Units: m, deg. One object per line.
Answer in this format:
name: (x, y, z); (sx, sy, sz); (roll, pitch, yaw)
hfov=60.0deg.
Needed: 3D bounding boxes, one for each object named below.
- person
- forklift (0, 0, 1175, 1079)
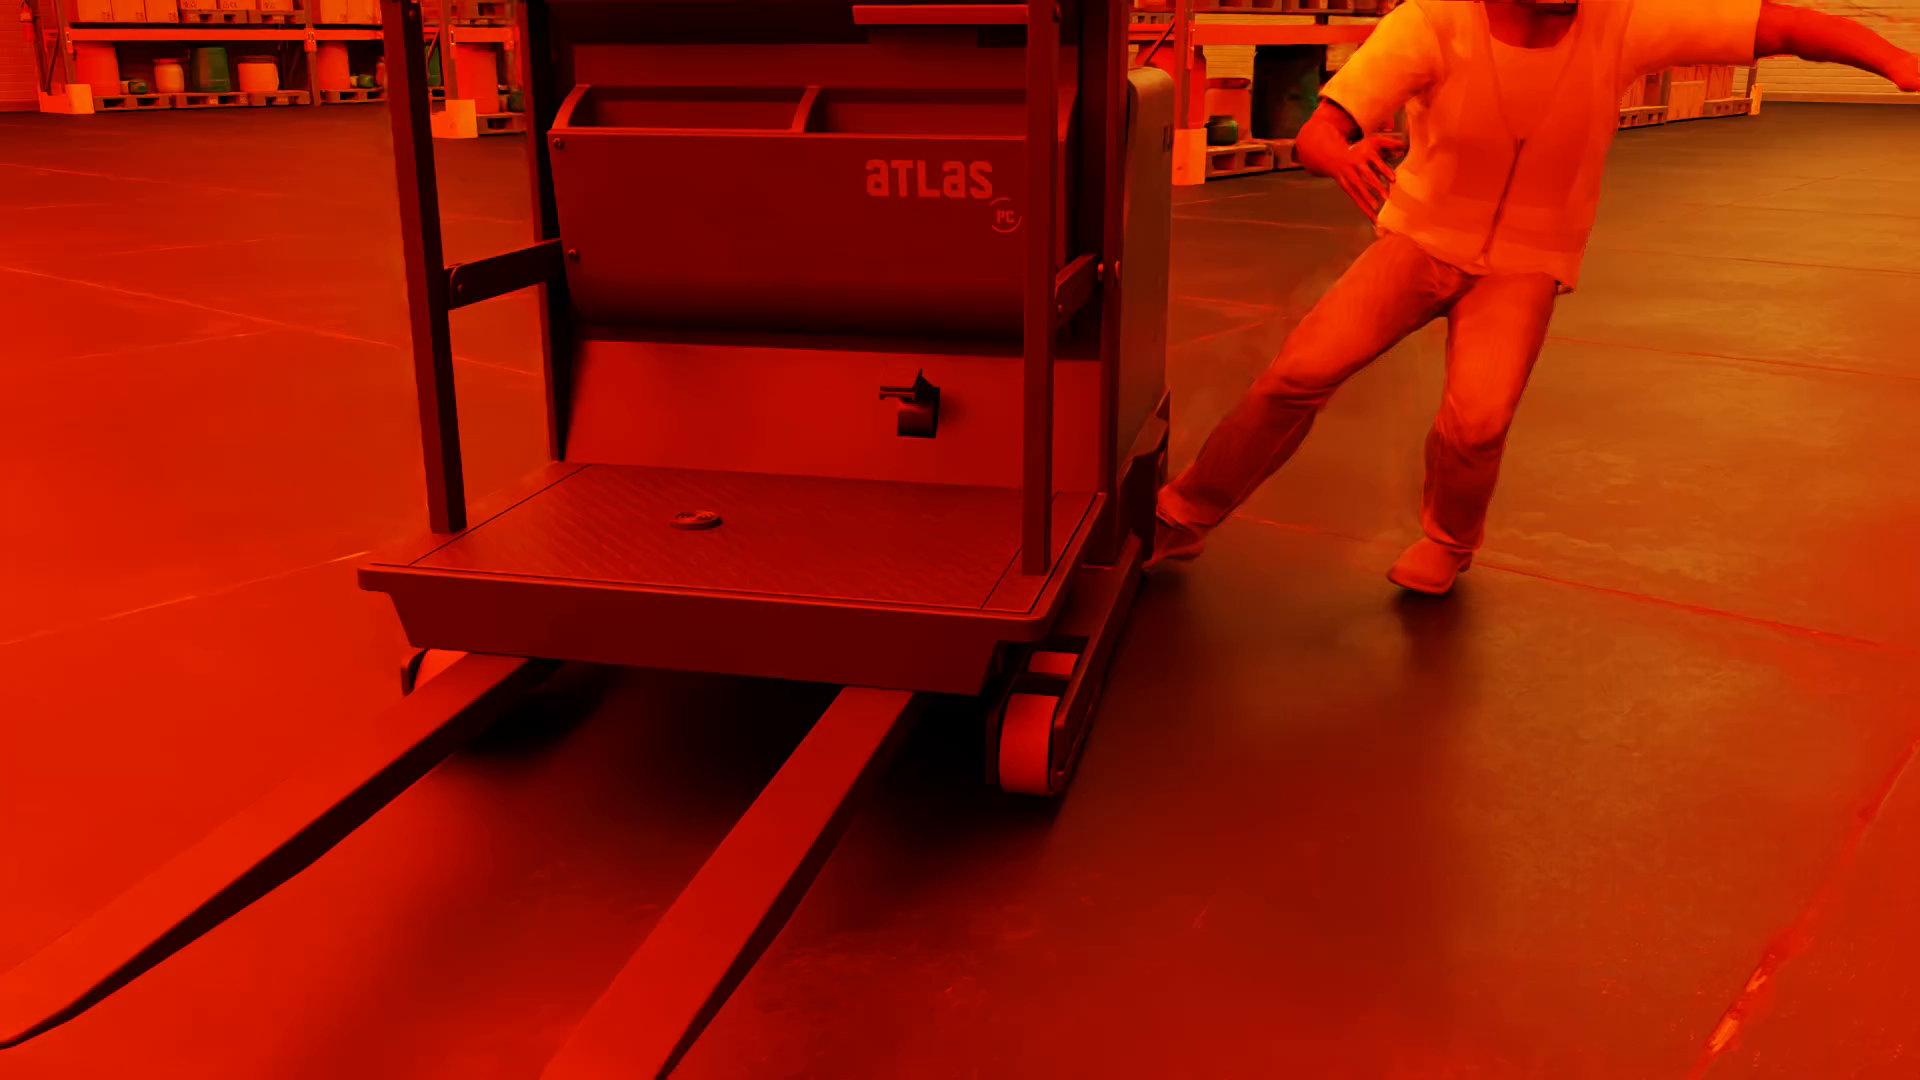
person: (1.021, -0.575, 3.279); (1.574, 1.475, 0.798); (3, 17, 11)
forklift: (-0.307, -1.117, 2.577); (1.130, 2.935, 3.031); (4, 17, 12)
